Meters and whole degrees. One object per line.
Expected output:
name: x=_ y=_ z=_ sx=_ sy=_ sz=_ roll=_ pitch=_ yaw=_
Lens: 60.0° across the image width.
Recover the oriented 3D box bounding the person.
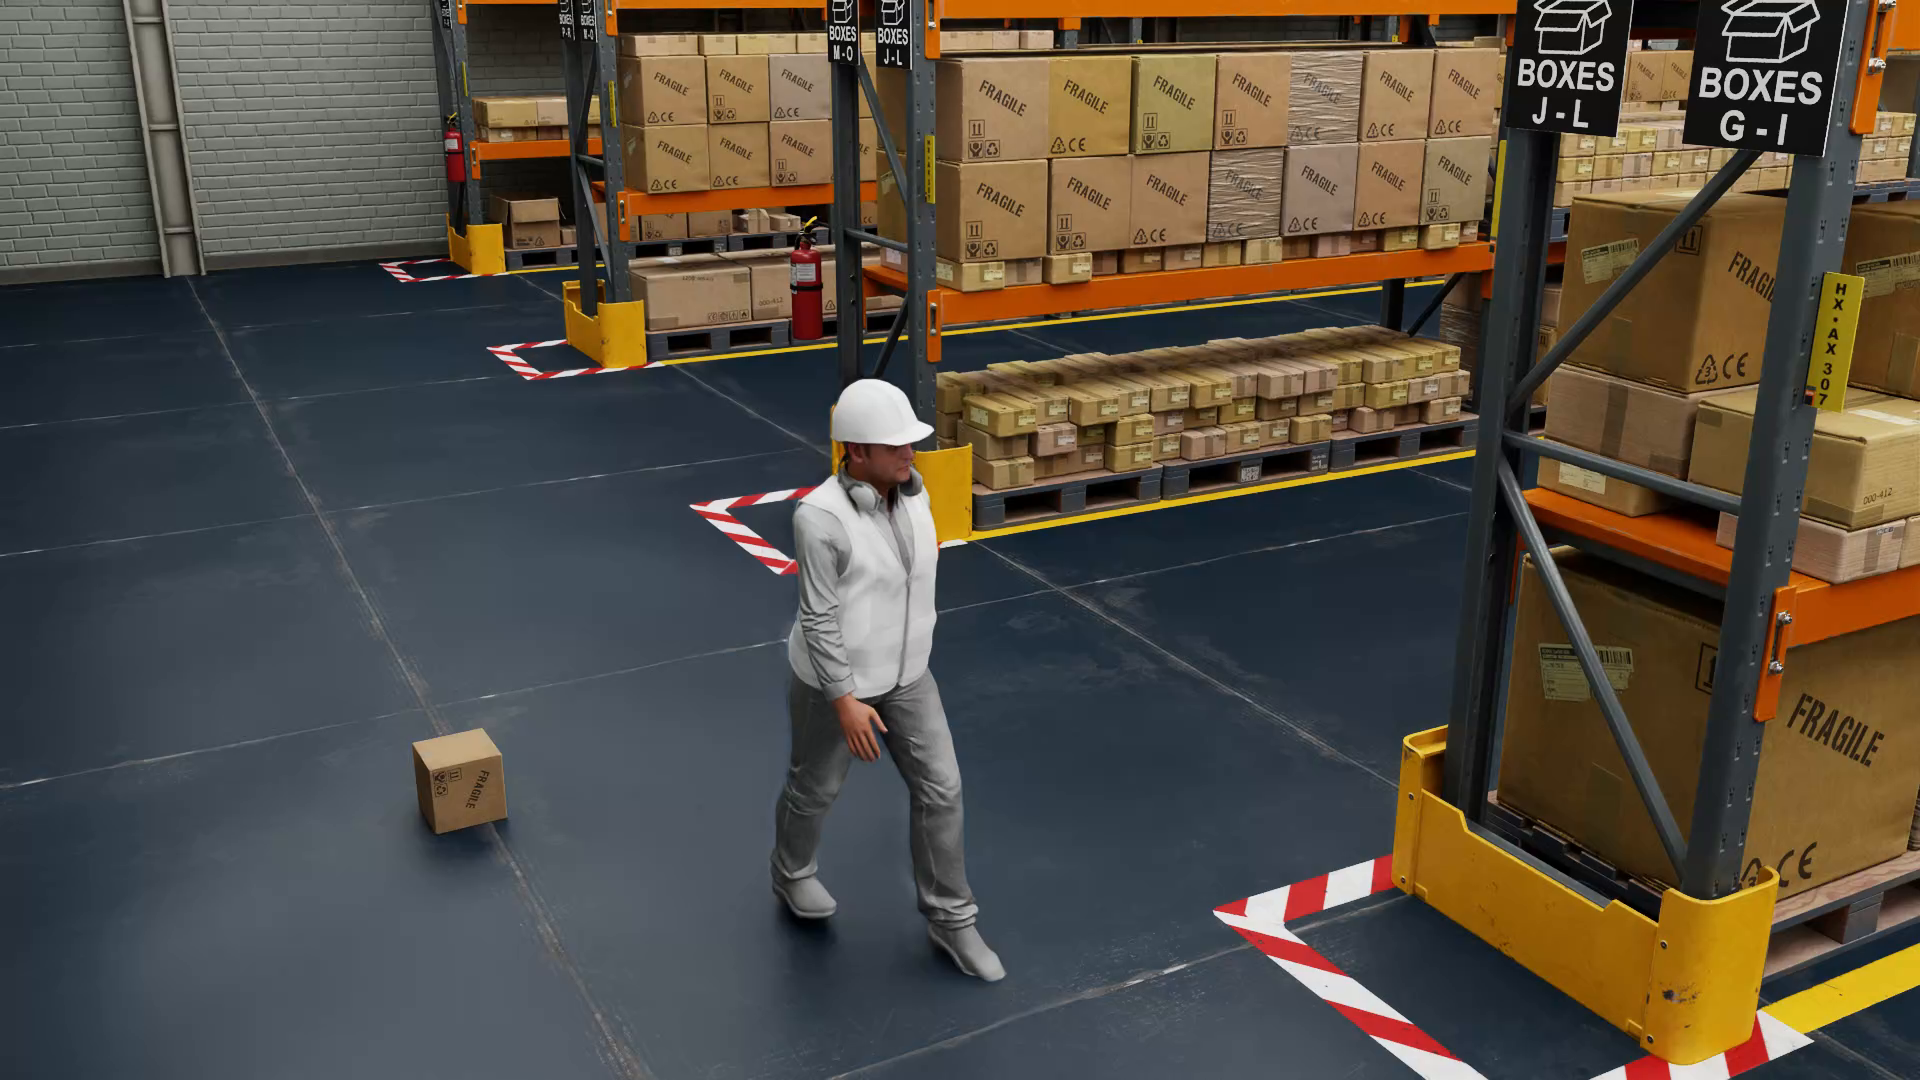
person: x=-0.258 y=0.405 z=4.854 sx=0.561 sy=1.800 sz=0.850 roll=-17 pitch=25 yaw=-41
